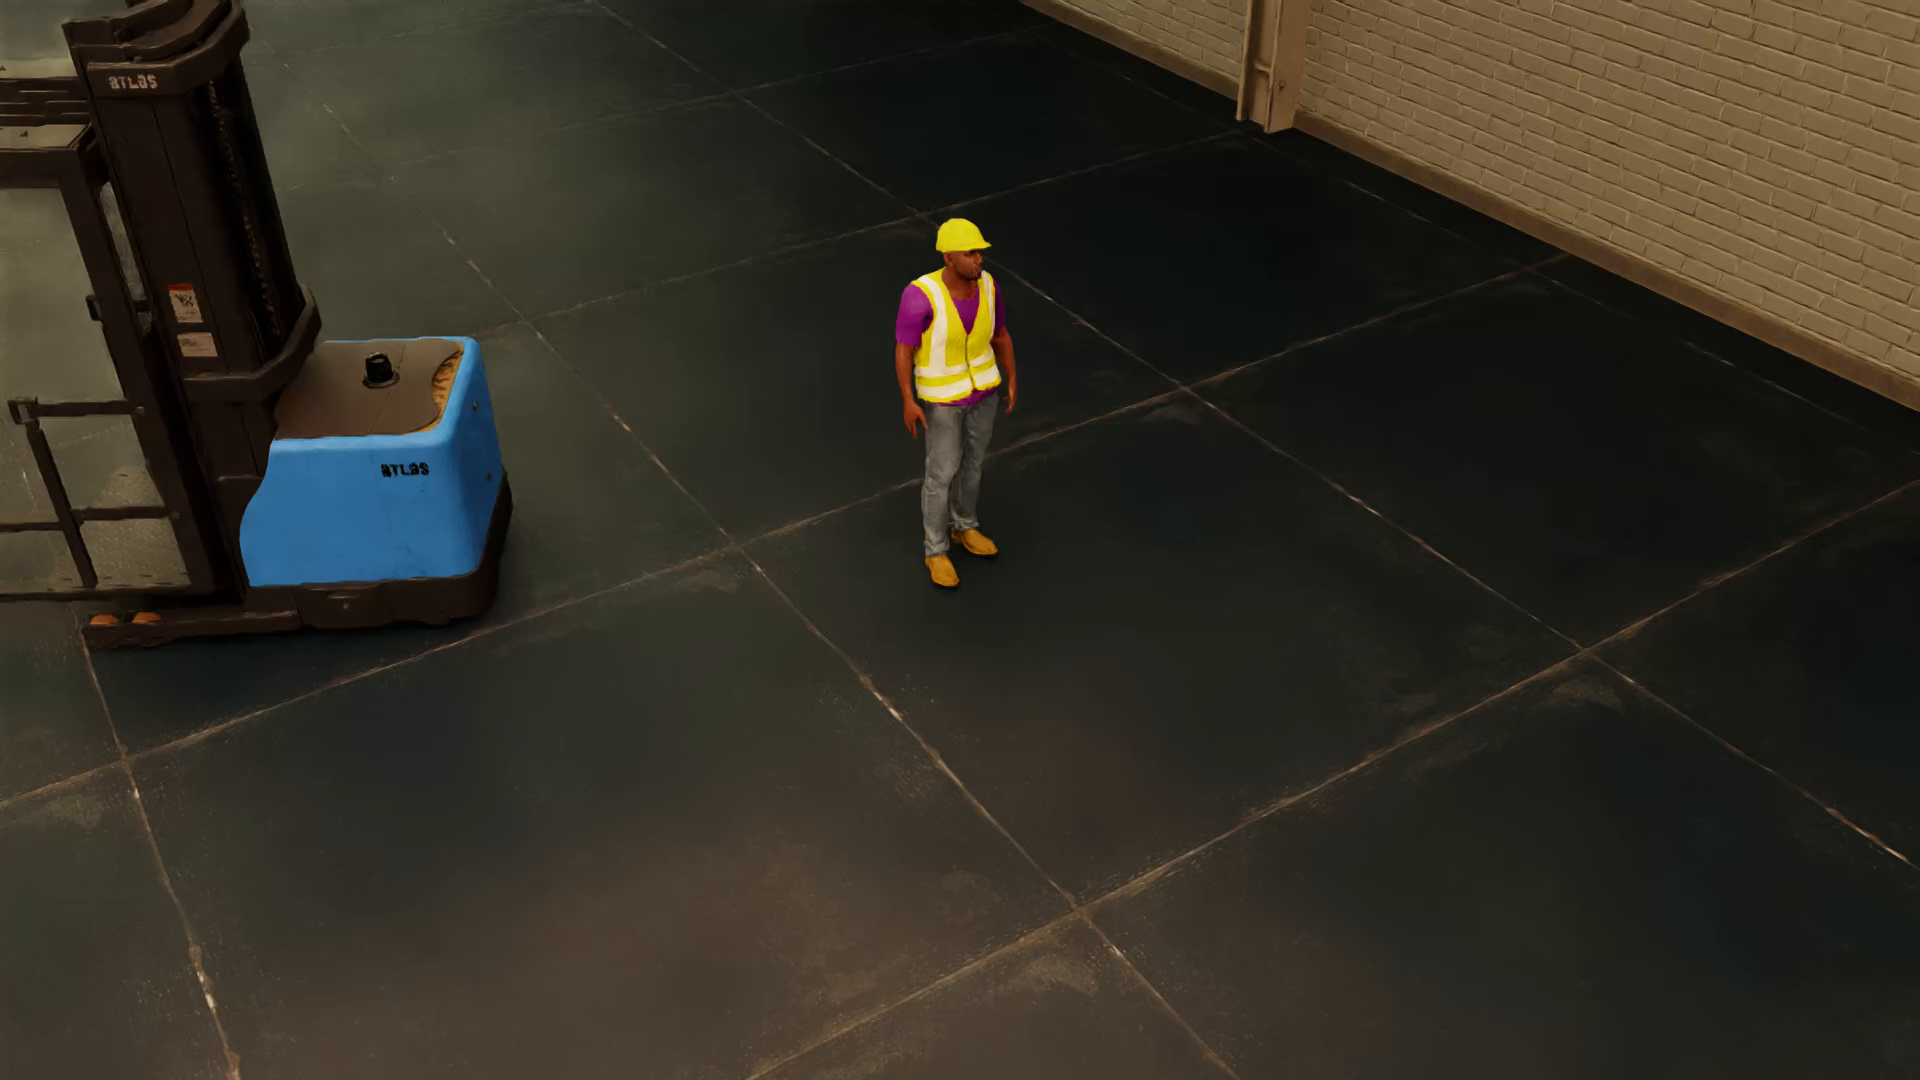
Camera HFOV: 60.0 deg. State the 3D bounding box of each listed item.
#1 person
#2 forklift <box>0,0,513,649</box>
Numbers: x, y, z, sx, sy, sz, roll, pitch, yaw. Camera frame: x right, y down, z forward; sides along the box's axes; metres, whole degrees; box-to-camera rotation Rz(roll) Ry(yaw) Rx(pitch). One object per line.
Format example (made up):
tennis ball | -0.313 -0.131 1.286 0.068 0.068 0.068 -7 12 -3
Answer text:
person | 0.033 -0.693 8.135 0.665 1.766 0.576 -21 40 -27
forklift | -3.844 -0.997 7.566 3.031 2.935 1.130 -3 35 -4
